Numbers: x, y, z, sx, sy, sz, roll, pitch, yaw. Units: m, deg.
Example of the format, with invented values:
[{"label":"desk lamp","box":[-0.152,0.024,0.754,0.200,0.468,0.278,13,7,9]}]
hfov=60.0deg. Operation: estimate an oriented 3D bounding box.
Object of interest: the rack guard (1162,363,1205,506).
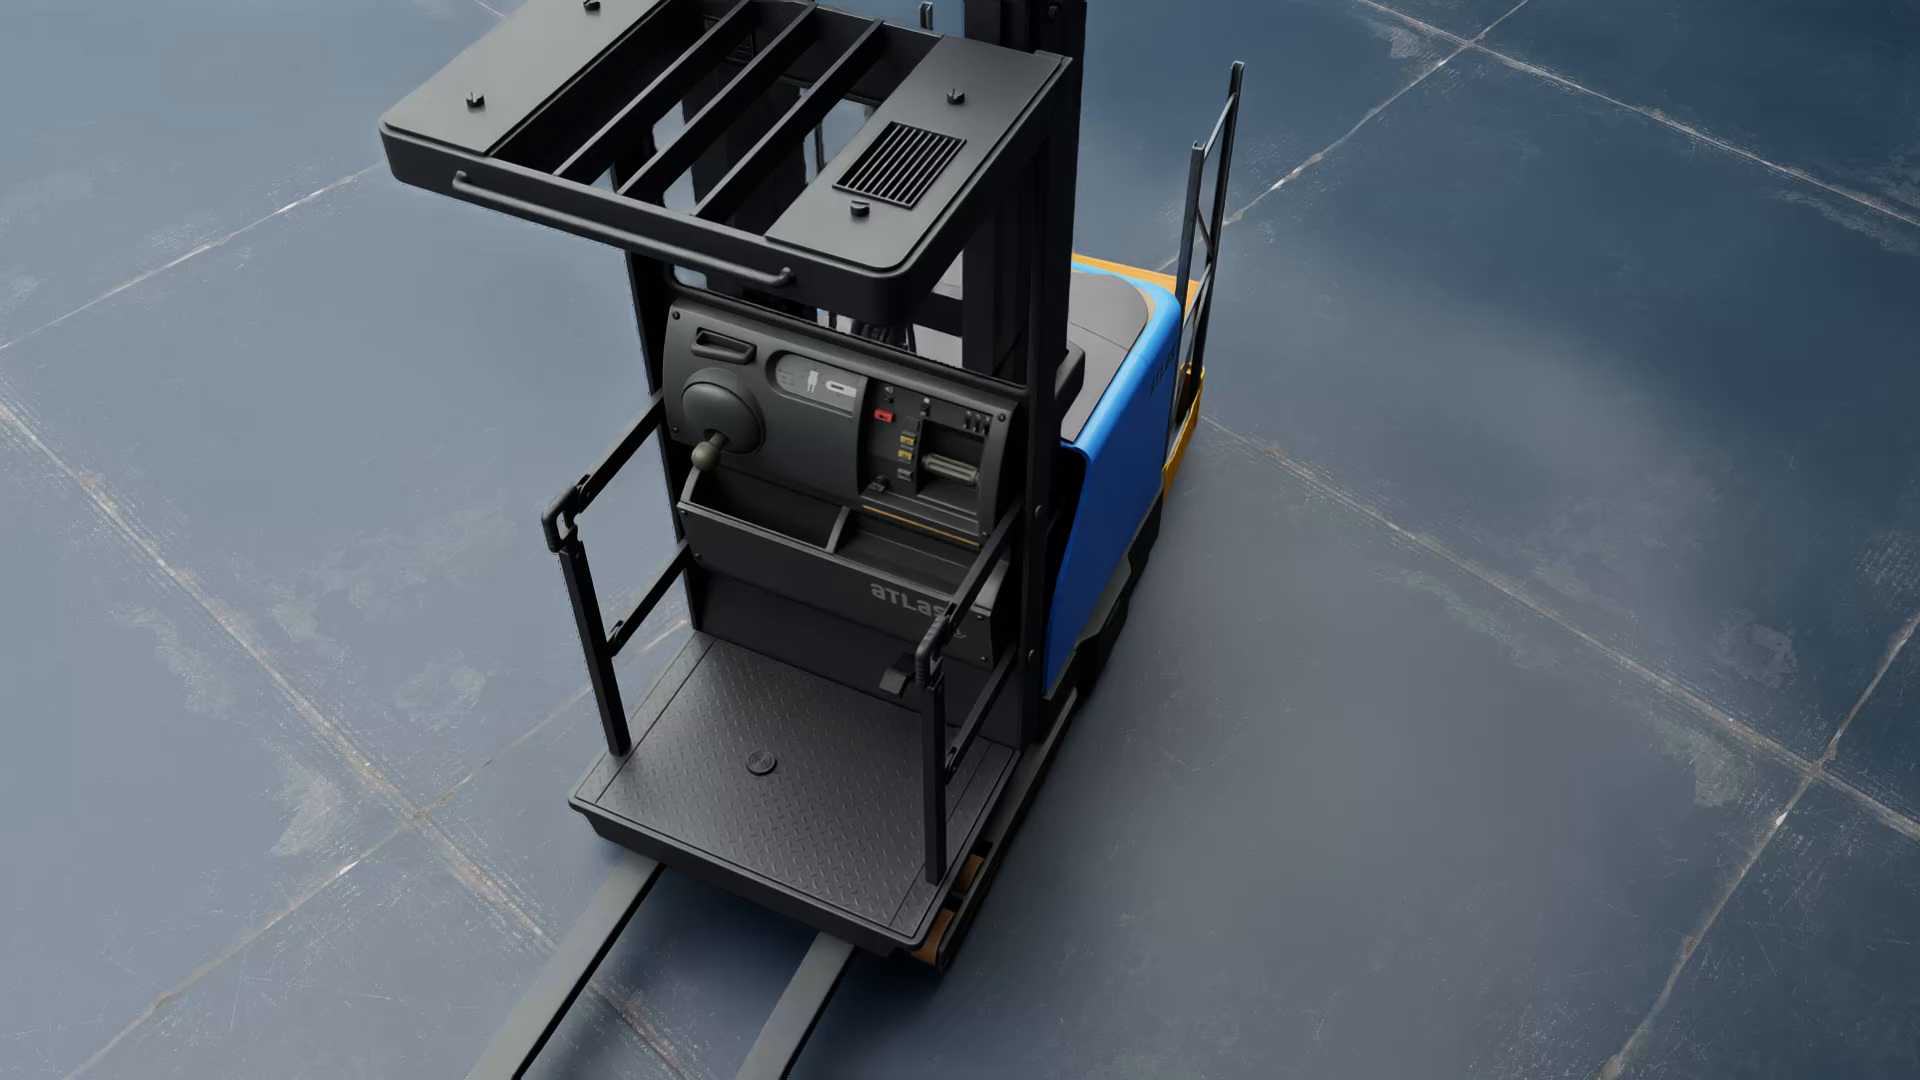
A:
[{"label":"rack guard","box":[0.745,-0.349,5.906,0.087,0.250,0.587,15,49,14]}]

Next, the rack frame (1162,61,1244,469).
[{"label":"rack frame","box":[0.763,-0.771,5.446,0.032,1.500,0.500,15,49,14]}]

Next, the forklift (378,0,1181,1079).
[{"label":"forklift","box":[-0.401,-0.191,3.919,1.130,2.935,3.031,19,50,17]}]

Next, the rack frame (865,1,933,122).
[{"label":"rack frame","box":[-0.189,-1.032,5.690,0.032,1.500,0.500,15,49,14]}]

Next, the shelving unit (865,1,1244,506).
[{"label":"shelving unit","box":[0.279,-0.904,5.570,1.083,1.500,0.587,15,49,14]}]

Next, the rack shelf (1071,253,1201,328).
[{"label":"rack shelf","box":[0.287,-0.779,5.699,1.000,0.185,0.538,15,49,14]}]
